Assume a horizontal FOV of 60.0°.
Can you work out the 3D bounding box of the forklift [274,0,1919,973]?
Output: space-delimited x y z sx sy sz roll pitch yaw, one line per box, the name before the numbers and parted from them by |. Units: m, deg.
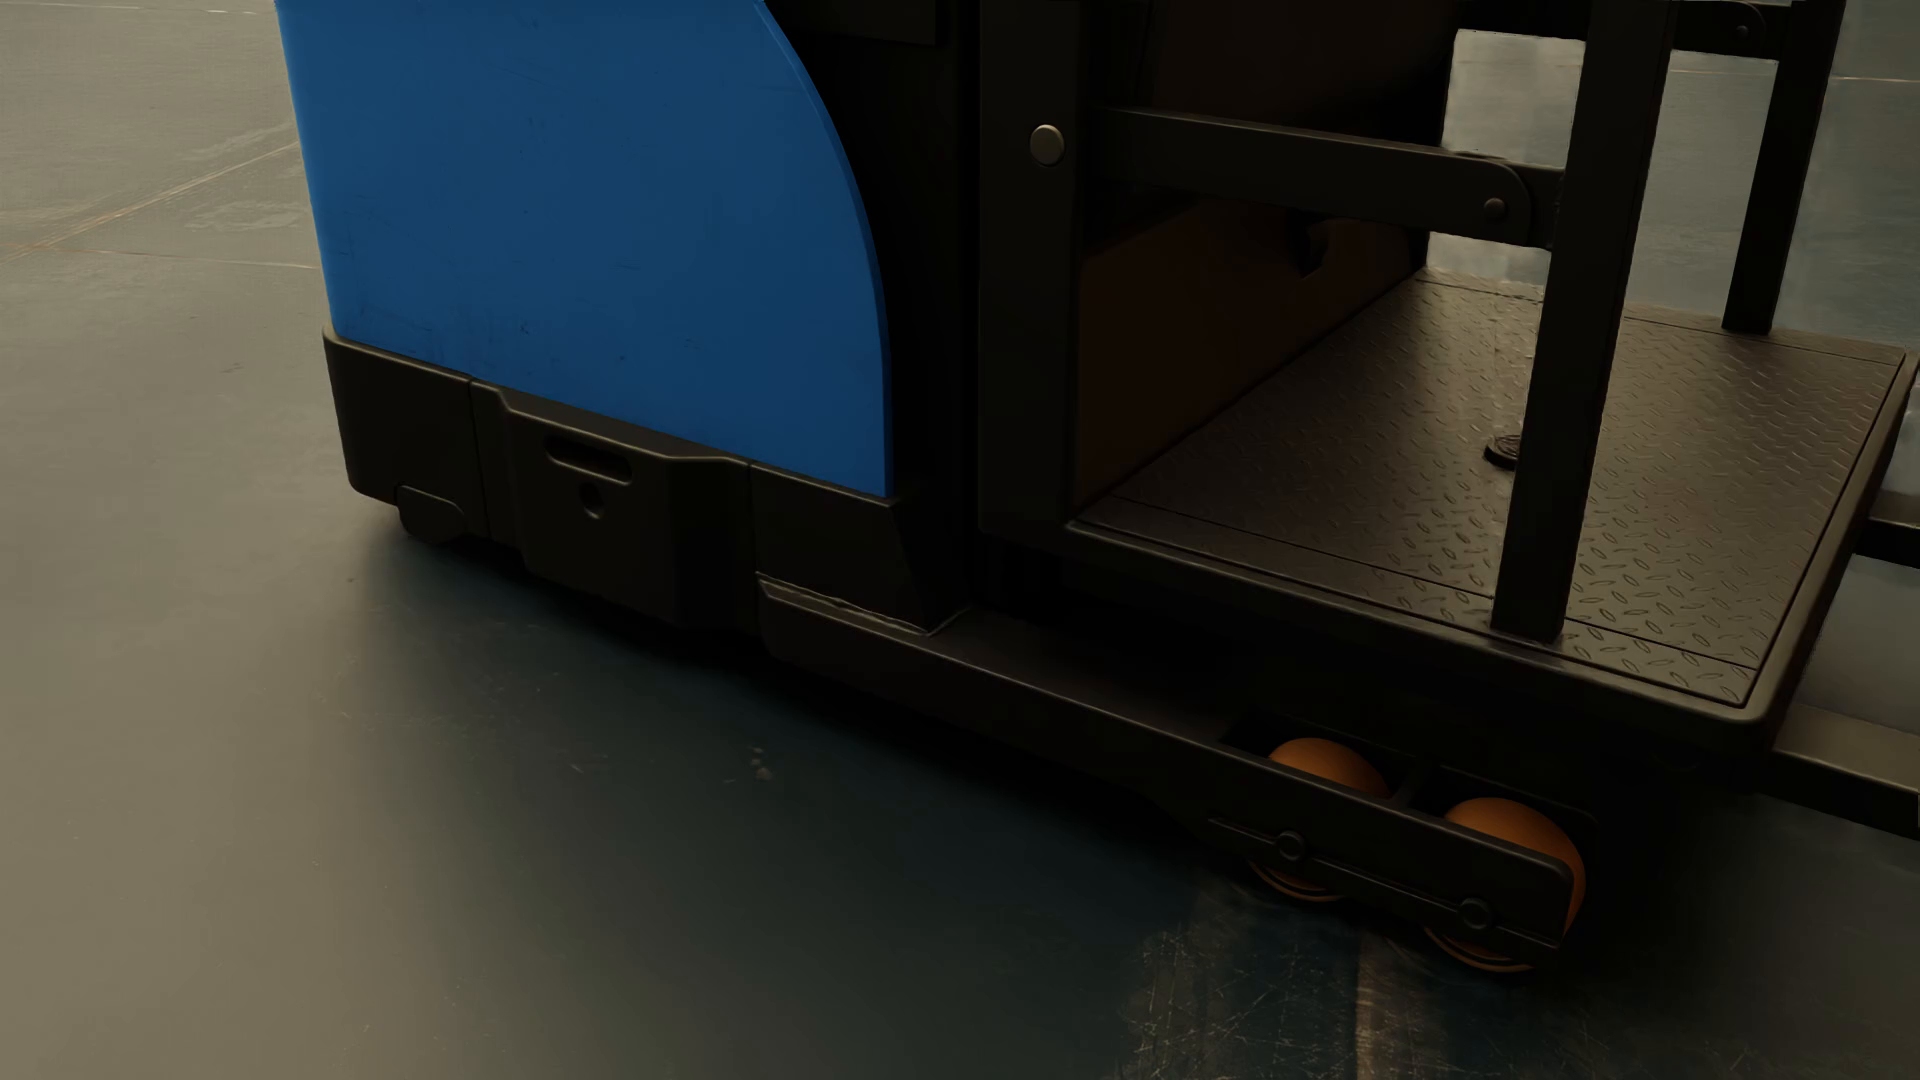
forklift | 0.576 -1.155 1.534 3.031 2.935 1.130 17 31 30
